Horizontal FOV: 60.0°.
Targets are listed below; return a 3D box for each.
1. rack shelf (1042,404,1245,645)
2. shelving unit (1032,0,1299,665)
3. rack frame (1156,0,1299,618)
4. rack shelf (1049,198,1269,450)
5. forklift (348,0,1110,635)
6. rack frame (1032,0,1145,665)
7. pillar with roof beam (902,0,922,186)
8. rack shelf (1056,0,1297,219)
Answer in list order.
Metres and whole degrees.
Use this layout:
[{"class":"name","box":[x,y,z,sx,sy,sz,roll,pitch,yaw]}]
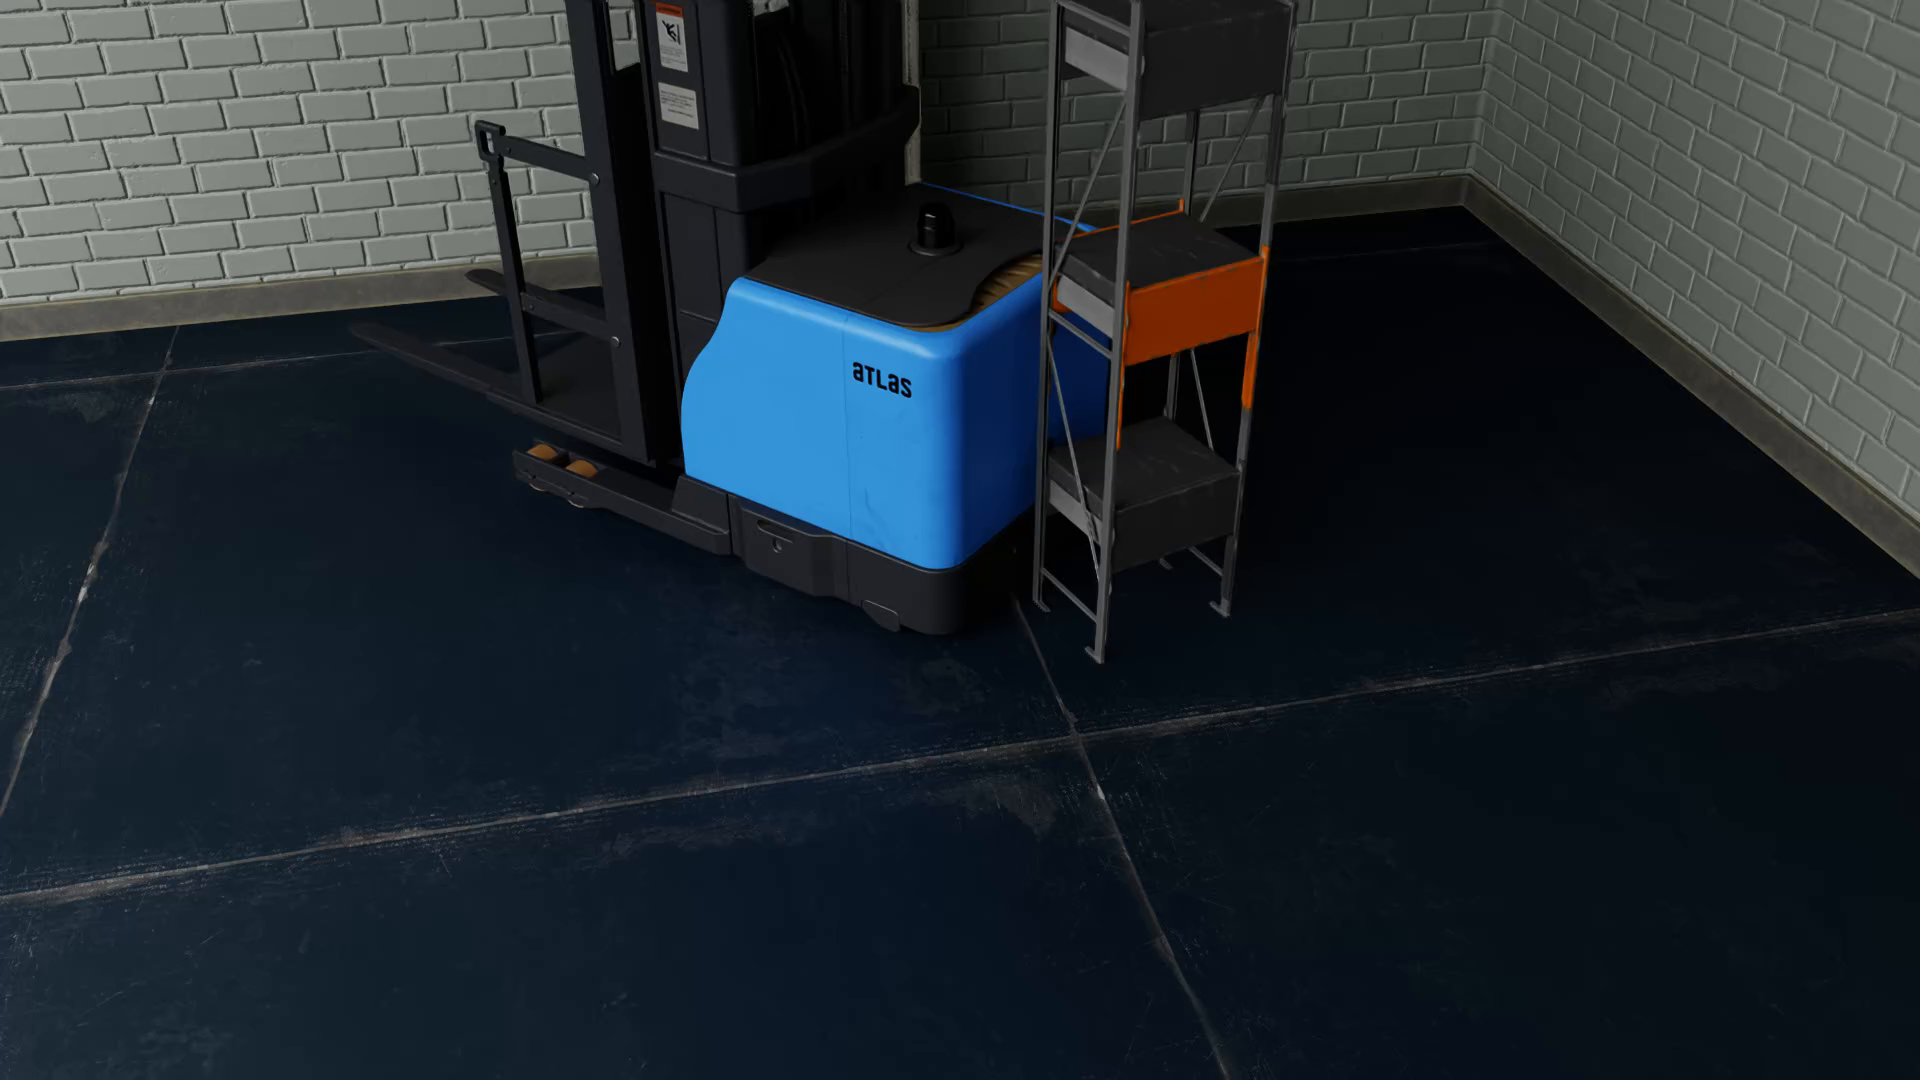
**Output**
[{"class":"rack shelf","box":[0.555,-0.056,5.230,0.480,0.518,0.431,-18,38,-24]},{"class":"shelving unit","box":[0.555,-0.649,4.833,0.503,2.100,0.431,-18,38,-24]},{"class":"rack frame","box":[0.766,-0.717,4.934,0.015,2.100,0.400,-18,38,-24]},{"class":"rack shelf","box":[0.555,-0.638,4.840,0.480,0.518,0.431,-18,38,-24]},{"class":"forklift","box":[-0.996,-1.554,5.435,3.031,2.935,1.130,21,39,28]},{"class":"rack frame","box":[0.343,-0.581,4.732,0.015,2.100,0.400,-18,38,-24]},{"class":"pillar with roof beam","box":[0.558,-2.621,1.581,0.400,9.000,9.100,-7,35,-11]},{"class":"rack shelf","box":[0.555,-1.219,4.450,0.480,0.518,0.431,-18,38,-24]}]
